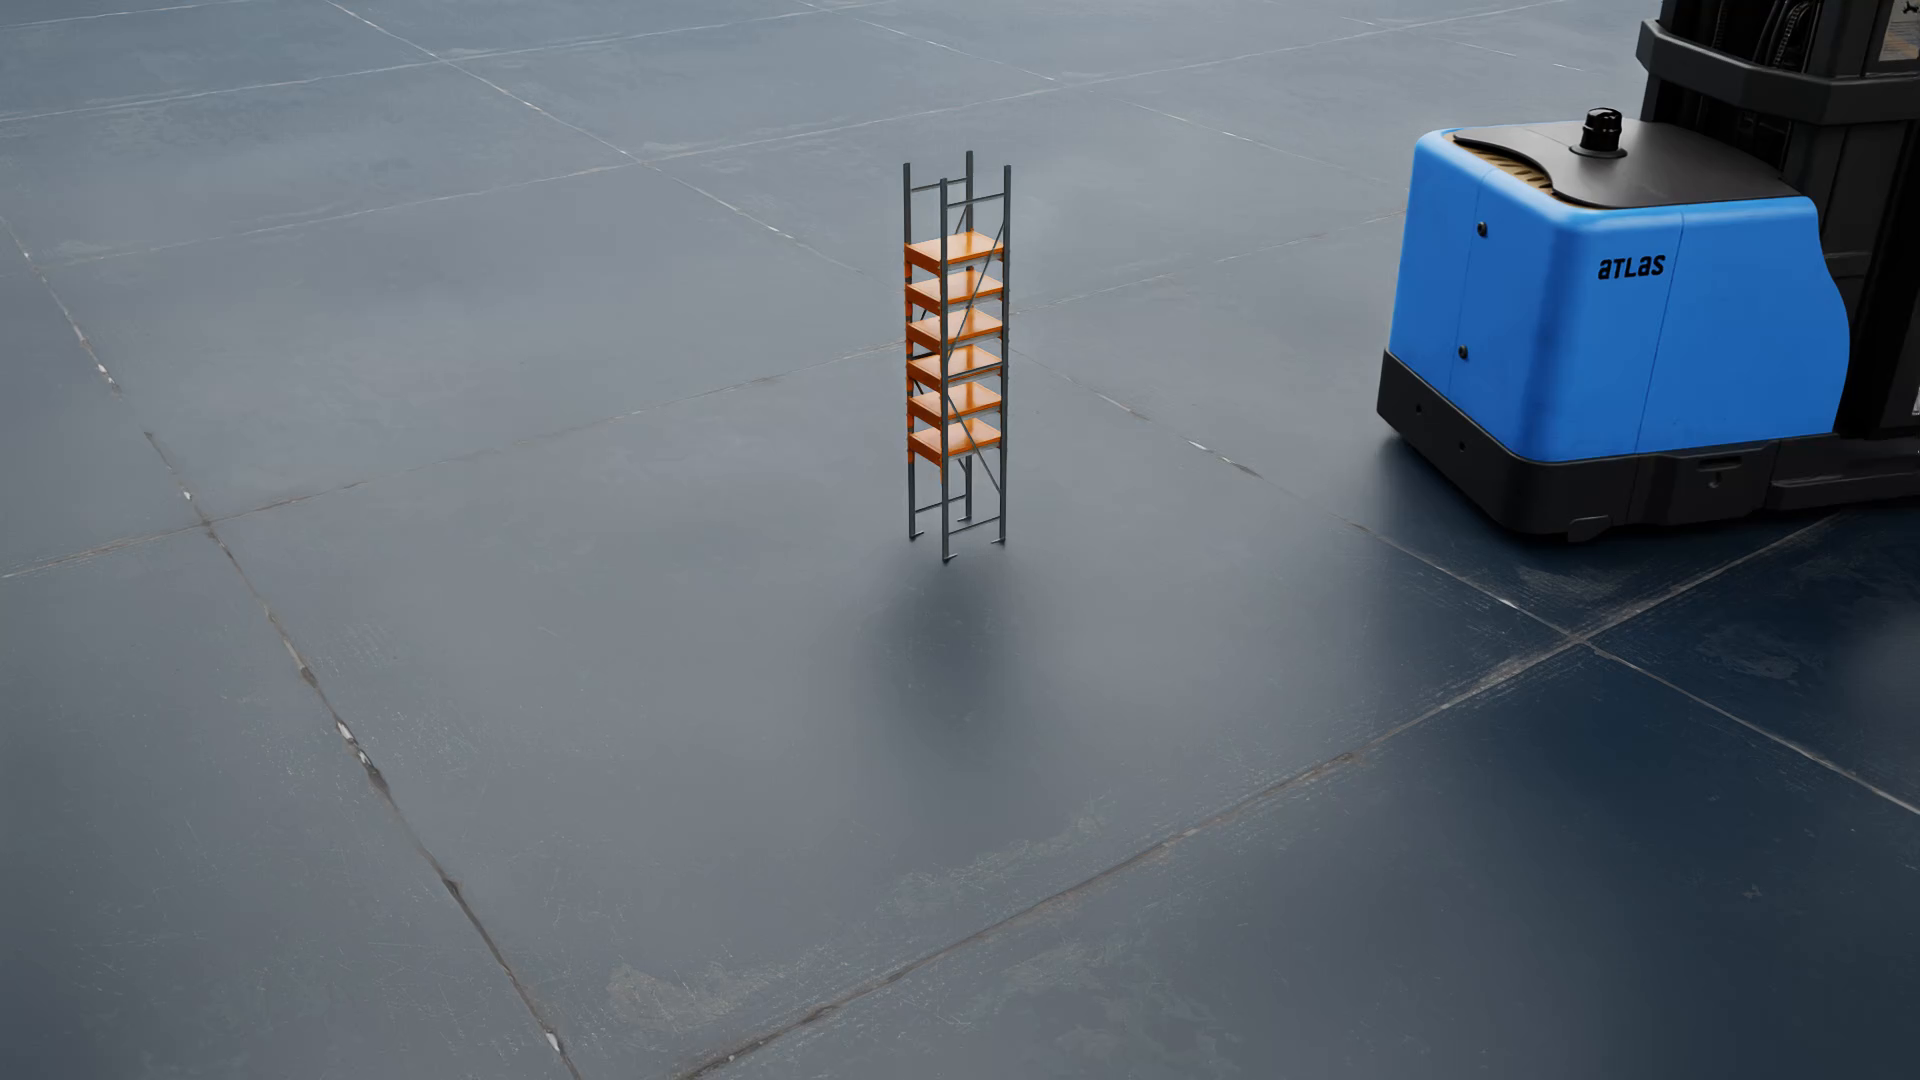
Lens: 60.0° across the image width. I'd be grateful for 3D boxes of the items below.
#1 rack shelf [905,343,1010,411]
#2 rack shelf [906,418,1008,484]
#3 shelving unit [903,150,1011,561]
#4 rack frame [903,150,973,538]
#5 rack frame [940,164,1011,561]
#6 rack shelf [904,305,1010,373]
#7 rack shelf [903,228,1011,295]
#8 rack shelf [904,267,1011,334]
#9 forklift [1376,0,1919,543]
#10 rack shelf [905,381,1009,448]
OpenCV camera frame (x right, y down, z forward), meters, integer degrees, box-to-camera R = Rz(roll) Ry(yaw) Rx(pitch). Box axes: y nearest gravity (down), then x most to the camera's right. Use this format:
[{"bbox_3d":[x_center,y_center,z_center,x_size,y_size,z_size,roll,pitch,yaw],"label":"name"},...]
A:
[{"bbox_3d":[-0.008,-0.494,4.995,0.258,0.103,0.180,-19,34,-31],"label":"rack shelf"},{"bbox_3d":[-0.008,-0.283,5.110,0.258,0.103,0.180,-19,34,-31],"label":"rack shelf"},{"bbox_3d":[-0.008,-0.533,4.974,0.258,1.200,0.189,-19,34,-31],"label":"shelving unit"},{"bbox_3d":[-0.061,-0.568,5.040,0.240,1.200,0.006,-19,34,-31],"label":"rack frame"},{"bbox_3d":[0.045,-0.497,4.909,0.240,1.200,0.006,-19,34,-31],"label":"rack frame"},{"bbox_3d":[-0.008,-0.599,4.938,0.258,0.103,0.180,-19,34,-31],"label":"rack shelf"},{"bbox_3d":[-0.008,-0.810,4.823,0.258,0.103,0.180,-19,34,-31],"label":"rack shelf"},{"bbox_3d":[-0.008,-0.705,4.881,0.258,0.103,0.180,-19,34,-31],"label":"rack shelf"},{"bbox_3d":[3.061,-1.637,5.193,3.031,2.935,1.130,-6,29,-11],"label":"forklift"},{"bbox_3d":[-0.008,-0.388,5.052,0.258,0.103,0.180,-19,34,-31],"label":"rack shelf"}]
